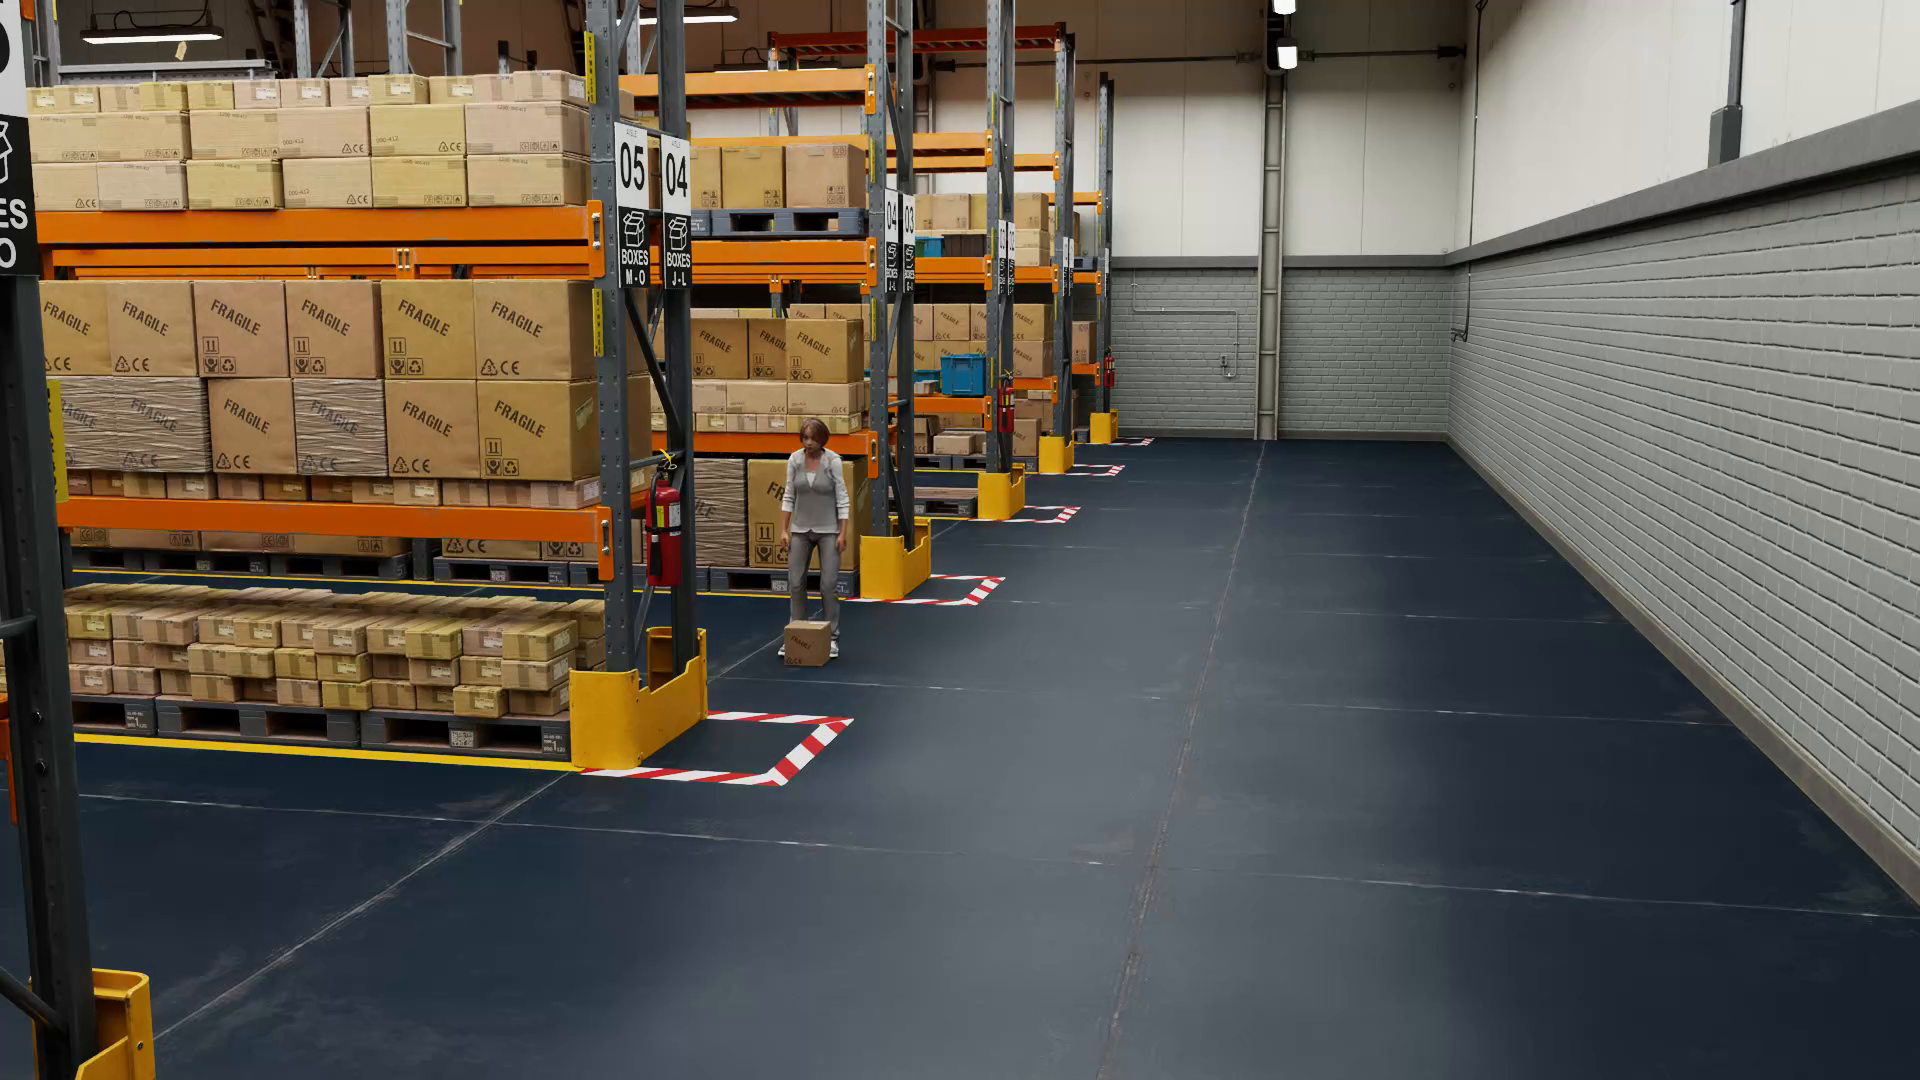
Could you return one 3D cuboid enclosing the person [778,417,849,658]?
[{"bbox_3d":[-0.960,-0.023,11.026,0.461,1.592,0.343,2,8,12],"label":"person"}]
